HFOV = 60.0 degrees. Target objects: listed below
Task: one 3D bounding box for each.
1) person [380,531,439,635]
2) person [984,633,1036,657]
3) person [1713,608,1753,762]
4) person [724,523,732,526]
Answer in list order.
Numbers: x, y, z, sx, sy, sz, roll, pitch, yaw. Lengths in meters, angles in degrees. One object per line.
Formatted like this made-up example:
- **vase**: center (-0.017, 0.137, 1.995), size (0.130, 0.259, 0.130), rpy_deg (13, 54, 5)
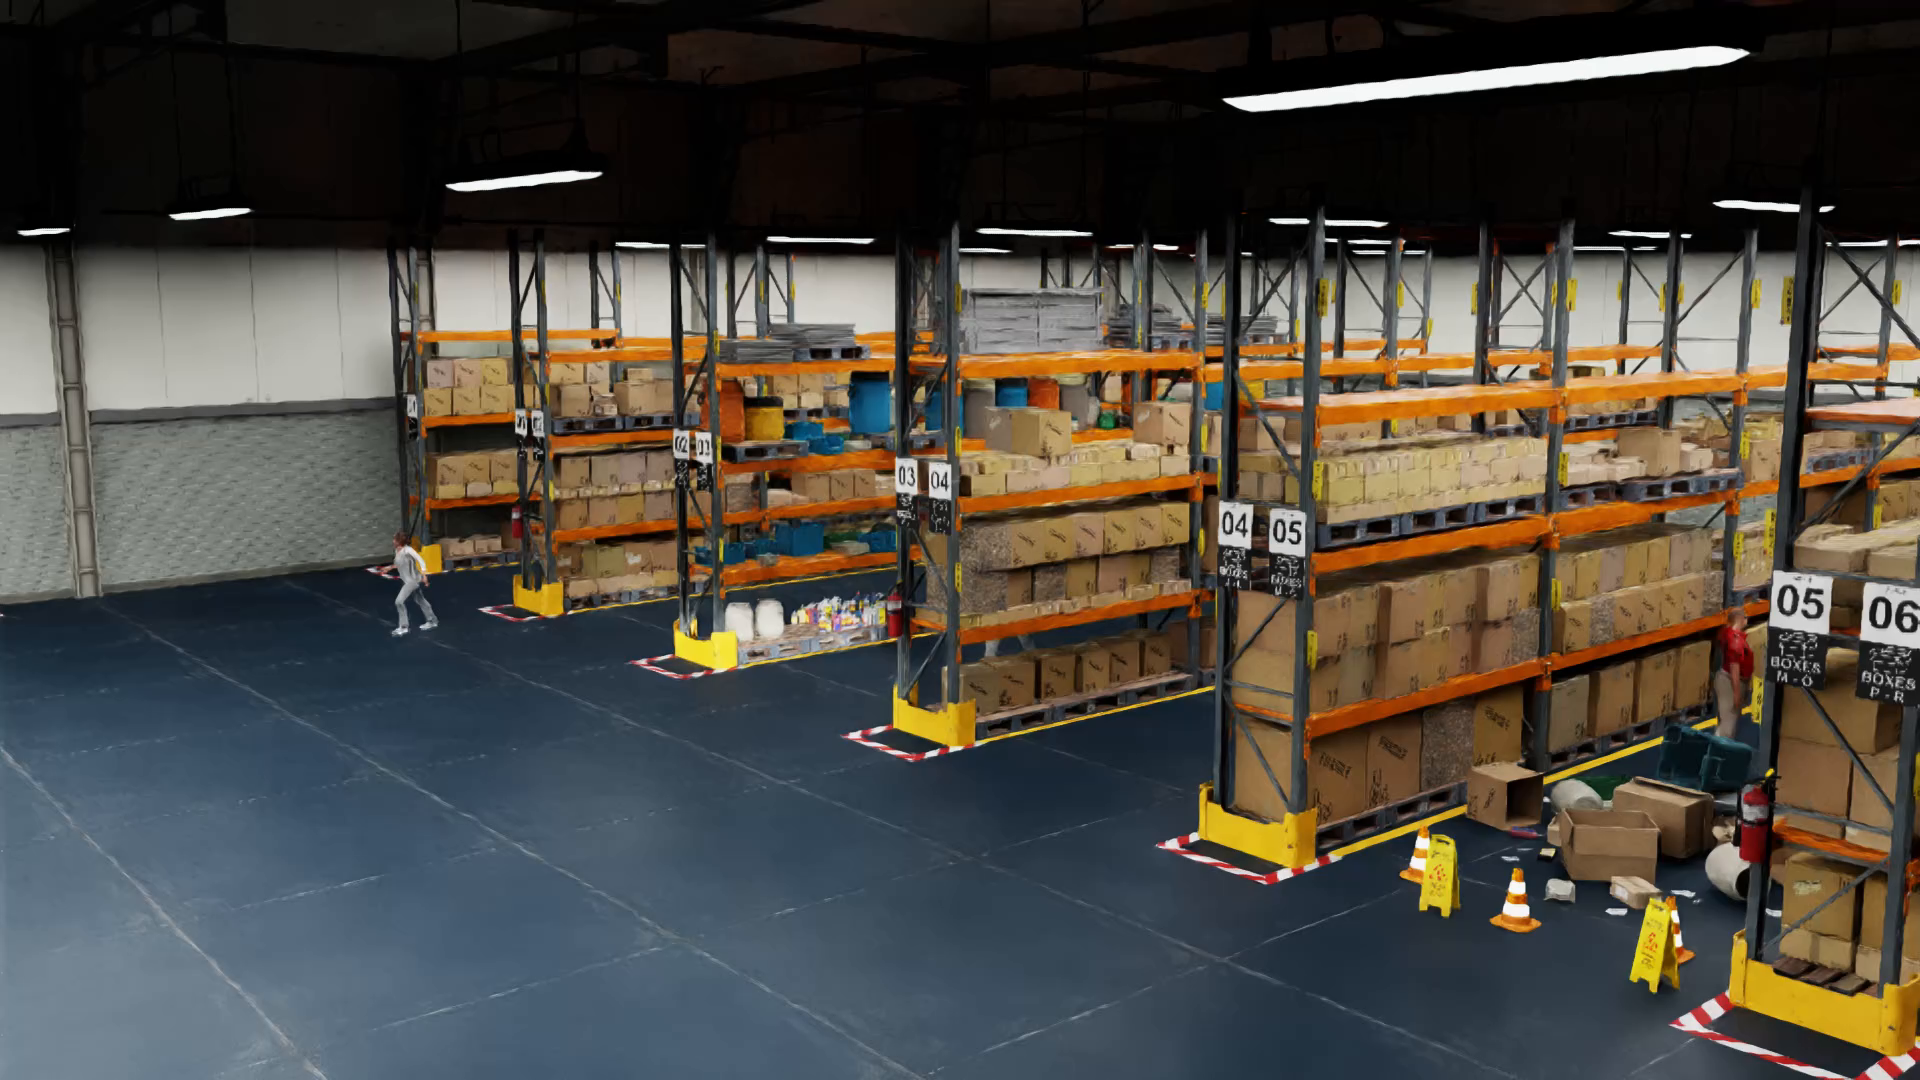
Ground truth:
- **person**: center (-8.200, 0.610, 24.802), size (0.815, 1.530, 0.562), rpy_deg (-6, 11, -34)
- **person**: center (0.638, 0.885, 22.399), size (1.036, 1.712, 0.556), rpy_deg (-8, 12, -40)
- **person**: center (8.314, 1.580, 17.797), size (0.449, 1.737, 0.595), rpy_deg (3, 9, 18)
- **person**: center (-4.515, -0.725, 32.638), size (0.517, 1.779, 0.629), rpy_deg (4, 10, 25)
